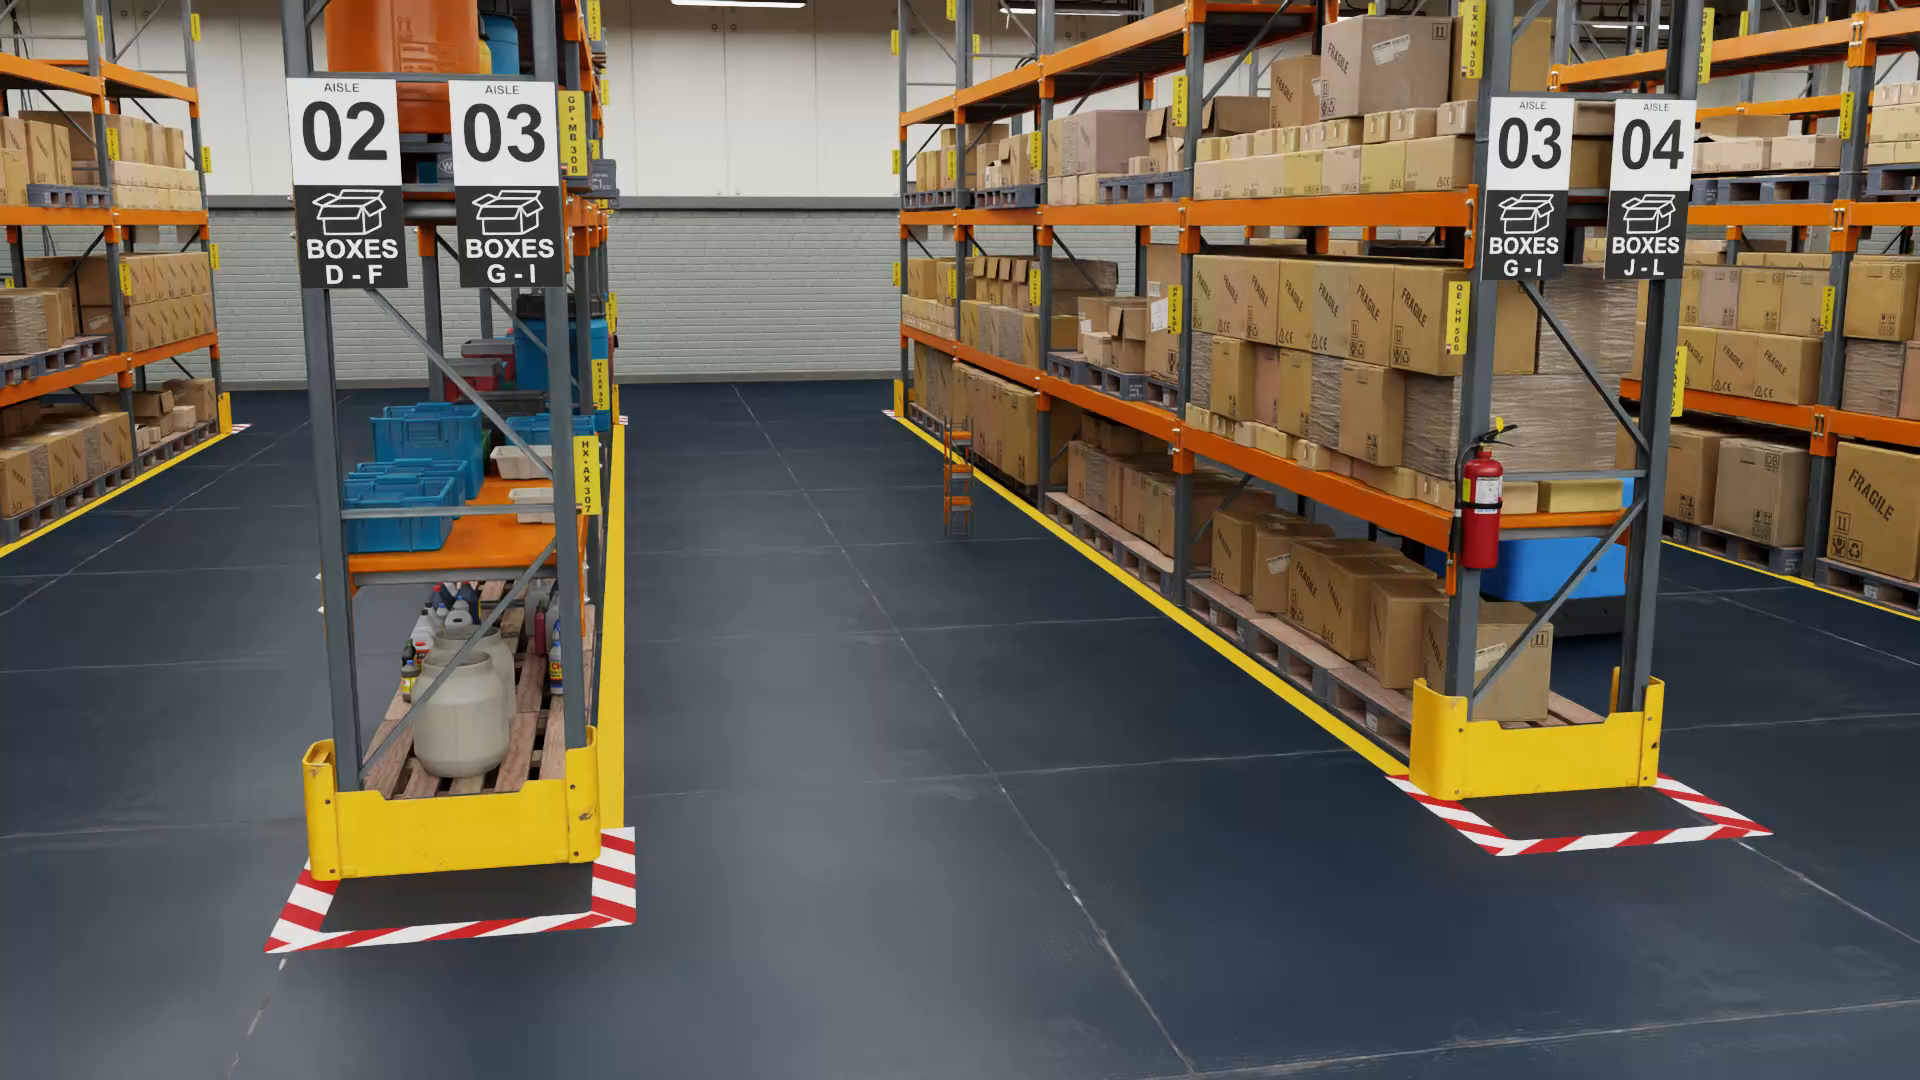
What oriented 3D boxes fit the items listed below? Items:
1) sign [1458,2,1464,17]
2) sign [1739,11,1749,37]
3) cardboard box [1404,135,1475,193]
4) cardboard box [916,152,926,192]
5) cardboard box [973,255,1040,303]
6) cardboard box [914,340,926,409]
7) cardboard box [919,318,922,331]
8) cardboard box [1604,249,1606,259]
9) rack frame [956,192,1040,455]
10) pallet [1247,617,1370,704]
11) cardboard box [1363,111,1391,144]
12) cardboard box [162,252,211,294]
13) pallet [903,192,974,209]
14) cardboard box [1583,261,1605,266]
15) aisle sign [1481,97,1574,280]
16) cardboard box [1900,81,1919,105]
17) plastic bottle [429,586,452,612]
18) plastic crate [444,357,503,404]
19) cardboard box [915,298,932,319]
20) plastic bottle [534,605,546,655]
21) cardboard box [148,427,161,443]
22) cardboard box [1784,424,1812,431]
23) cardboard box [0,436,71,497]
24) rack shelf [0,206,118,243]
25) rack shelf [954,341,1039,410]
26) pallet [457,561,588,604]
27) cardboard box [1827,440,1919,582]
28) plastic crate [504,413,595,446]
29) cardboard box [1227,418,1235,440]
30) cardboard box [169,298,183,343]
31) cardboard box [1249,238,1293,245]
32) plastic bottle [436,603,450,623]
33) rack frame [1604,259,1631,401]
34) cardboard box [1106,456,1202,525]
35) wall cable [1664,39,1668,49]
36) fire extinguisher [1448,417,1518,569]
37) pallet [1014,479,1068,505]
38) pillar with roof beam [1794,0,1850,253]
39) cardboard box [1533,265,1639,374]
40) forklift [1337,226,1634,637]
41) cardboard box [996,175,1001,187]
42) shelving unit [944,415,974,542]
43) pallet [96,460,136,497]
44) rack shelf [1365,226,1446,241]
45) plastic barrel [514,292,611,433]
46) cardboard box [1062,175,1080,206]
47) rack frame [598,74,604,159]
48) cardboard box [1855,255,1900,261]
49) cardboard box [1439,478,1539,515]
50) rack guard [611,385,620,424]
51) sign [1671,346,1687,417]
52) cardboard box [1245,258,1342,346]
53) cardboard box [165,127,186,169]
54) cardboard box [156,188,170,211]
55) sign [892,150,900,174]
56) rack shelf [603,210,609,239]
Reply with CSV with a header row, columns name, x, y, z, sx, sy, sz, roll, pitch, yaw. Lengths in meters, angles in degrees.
name,x,y,z,sx,sy,sz,roll,pitch,yaw
sign,5.881,-6.158,19.563,0.100,0.325,0.005,-2,11,-11
sign,9.624,-6.320,20.412,0.100,0.325,0.005,-2,11,-11
cardboard box,2.444,-1.770,7.850,0.500,0.250,0.500,-2,11,-10
cardboard box,-0.180,-4.802,21.724,0.700,0.500,0.500,-3,11,-13
cardboard box,0.585,-2.916,18.547,0.797,0.503,0.637,-2,11,-12
cardboard box,-0.122,-2.273,22.676,0.875,0.875,0.875,-2,11,-11
cardboard box,-0.327,-2.789,21.498,0.380,0.149,0.250,-2,11,-12
cardboard box,9.425,-3.839,23.401,0.500,0.500,0.500,-2,11,-11
rack frame,0.453,-2.491,19.264,1.000,3.000,0.127,-2,11,-11
pallet,2.415,0.692,9.997,1.003,0.211,1.213,-2,11,-11
cardboard box,2.258,-2.069,8.358,0.380,0.149,0.250,-2,11,-11
cardboard box,-9.687,-3.334,20.750,0.500,0.500,0.500,-2,11,-12
pallet,-0.171,-4.519,22.133,1.003,0.211,1.213,-2,11,-11
cardboard box,6.193,-2.377,15.722,0.700,0.500,0.500,-2,11,-11
aisle sign,2.504,-1.545,7.341,0.394,0.787,0.004,-2,11,-11
cardboard box,6.682,-3.057,11.364,0.380,0.149,0.250,-2,11,-11
plastic bottle,-3.063,0.439,9.776,0.144,0.351,0.185,-3,11,-13
plastic crate,-3.244,-0.953,11.011,0.402,0.464,0.583,-2,11,-11
cardboard box,-0.295,-3.012,21.606,0.500,0.250,0.500,-2,11,-13
plastic bottle,-2.418,0.510,9.582,0.061,0.283,0.133,-2,11,-11
cardboard box,-9.313,-1.199,18.876,0.380,0.166,0.250,-2,11,-11
cardboard box,10.556,-1.738,19.866,0.875,0.875,0.875,-2,11,-9
cardboard box,-8.495,-0.668,15.194,0.500,0.500,0.500,-2,11,-12
rack shelf,-8.876,-2.885,15.234,1.077,0.370,4.000,-2,11,-11
rack shelf,0.842,-1.771,17.404,1.077,0.370,4.000,-2,11,-11
pallet,-3.040,0.383,11.619,1.003,0.211,1.213,-2,11,-11
cardboard box,6.947,-0.231,11.945,0.875,0.875,0.875,-2,11,-10
plastic crate,-2.368,-0.578,9.608,0.499,0.251,0.616,-2,11,-11
cardboard box,1.925,-0.714,10.596,0.380,0.149,0.250,-2,11,-11
cardboard box,-9.395,-2.563,19.374,0.500,0.500,0.500,-2,11,-12
cardboard box,4.387,-3.981,23.355,0.500,0.500,0.500,-2,11,-11
plastic bottle,-2.998,0.503,9.649,0.097,0.271,0.097,0,11,0
rack frame,6.116,-1.920,16.260,1.000,3.000,0.127,-2,11,-11
cardboard box,1.618,-0.419,13.883,0.700,0.500,0.500,-1,11,-6
wall cable,14.422,-10.528,30.566,2.988,3.039,0.133,-2,11,-11
fire extinguisher,2.357,-0.215,7.509,0.296,0.674,0.183,-2,11,-11
pallet,1.151,-0.535,16.444,1.003,0.211,1.213,-2,11,-11
pillar with roof beam,10.401,-7.084,27.351,9.100,9.000,0.548,-2,11,-11
cardboard box,2.947,-1.088,8.152,0.500,0.500,0.500,-2,11,-11
forklift,3.551,-1.033,11.783,1.130,2.935,3.031,-3,11,-16
cardboard box,0.595,-3.769,17.504,0.380,0.149,0.250,-3,11,-13
shelving unit,-0.010,-0.526,14.150,0.215,1.050,0.252,-2,11,-11
pallet,-9.070,-0.614,16.859,1.003,0.211,1.213,-2,11,-11
rack shelf,5.727,-3.407,17.974,1.077,0.370,4.000,-2,11,-11
plastic barrel,-2.628,-1.172,10.992,0.600,0.901,0.708,-2,11,-11
cardboard box,1.172,-2.968,14.147,0.500,0.250,0.500,-2,11,-10
rack frame,-5.184,-5.992,21.611,1.000,3.000,0.127,-2,11,-11
cardboard box,10.396,-2.929,18.621,0.500,0.500,0.500,-2,11,-11
cardboard box,2.529,-0.212,7.959,0.380,0.149,0.250,-2,11,-11
rack guard,-5.201,-1.821,22.426,1.175,0.500,0.348,-2,11,-11
sign,3.319,-0.736,7.723,0.100,0.325,0.005,-2,11,-11
cardboard box,2.042,-1.435,9.979,0.500,0.500,0.500,-2,11,-11
cardboard box,-9.927,-4.786,20.354,0.700,0.500,0.500,-2,11,-11
cardboard box,-9.407,-3.905,19.070,0.500,0.250,0.500,-2,11,-11
sign,-0.871,-5.148,22.648,0.100,0.325,0.005,-2,11,-11
rack shelf,-4.795,-3.798,20.032,1.077,0.370,4.000,-2,11,-11
